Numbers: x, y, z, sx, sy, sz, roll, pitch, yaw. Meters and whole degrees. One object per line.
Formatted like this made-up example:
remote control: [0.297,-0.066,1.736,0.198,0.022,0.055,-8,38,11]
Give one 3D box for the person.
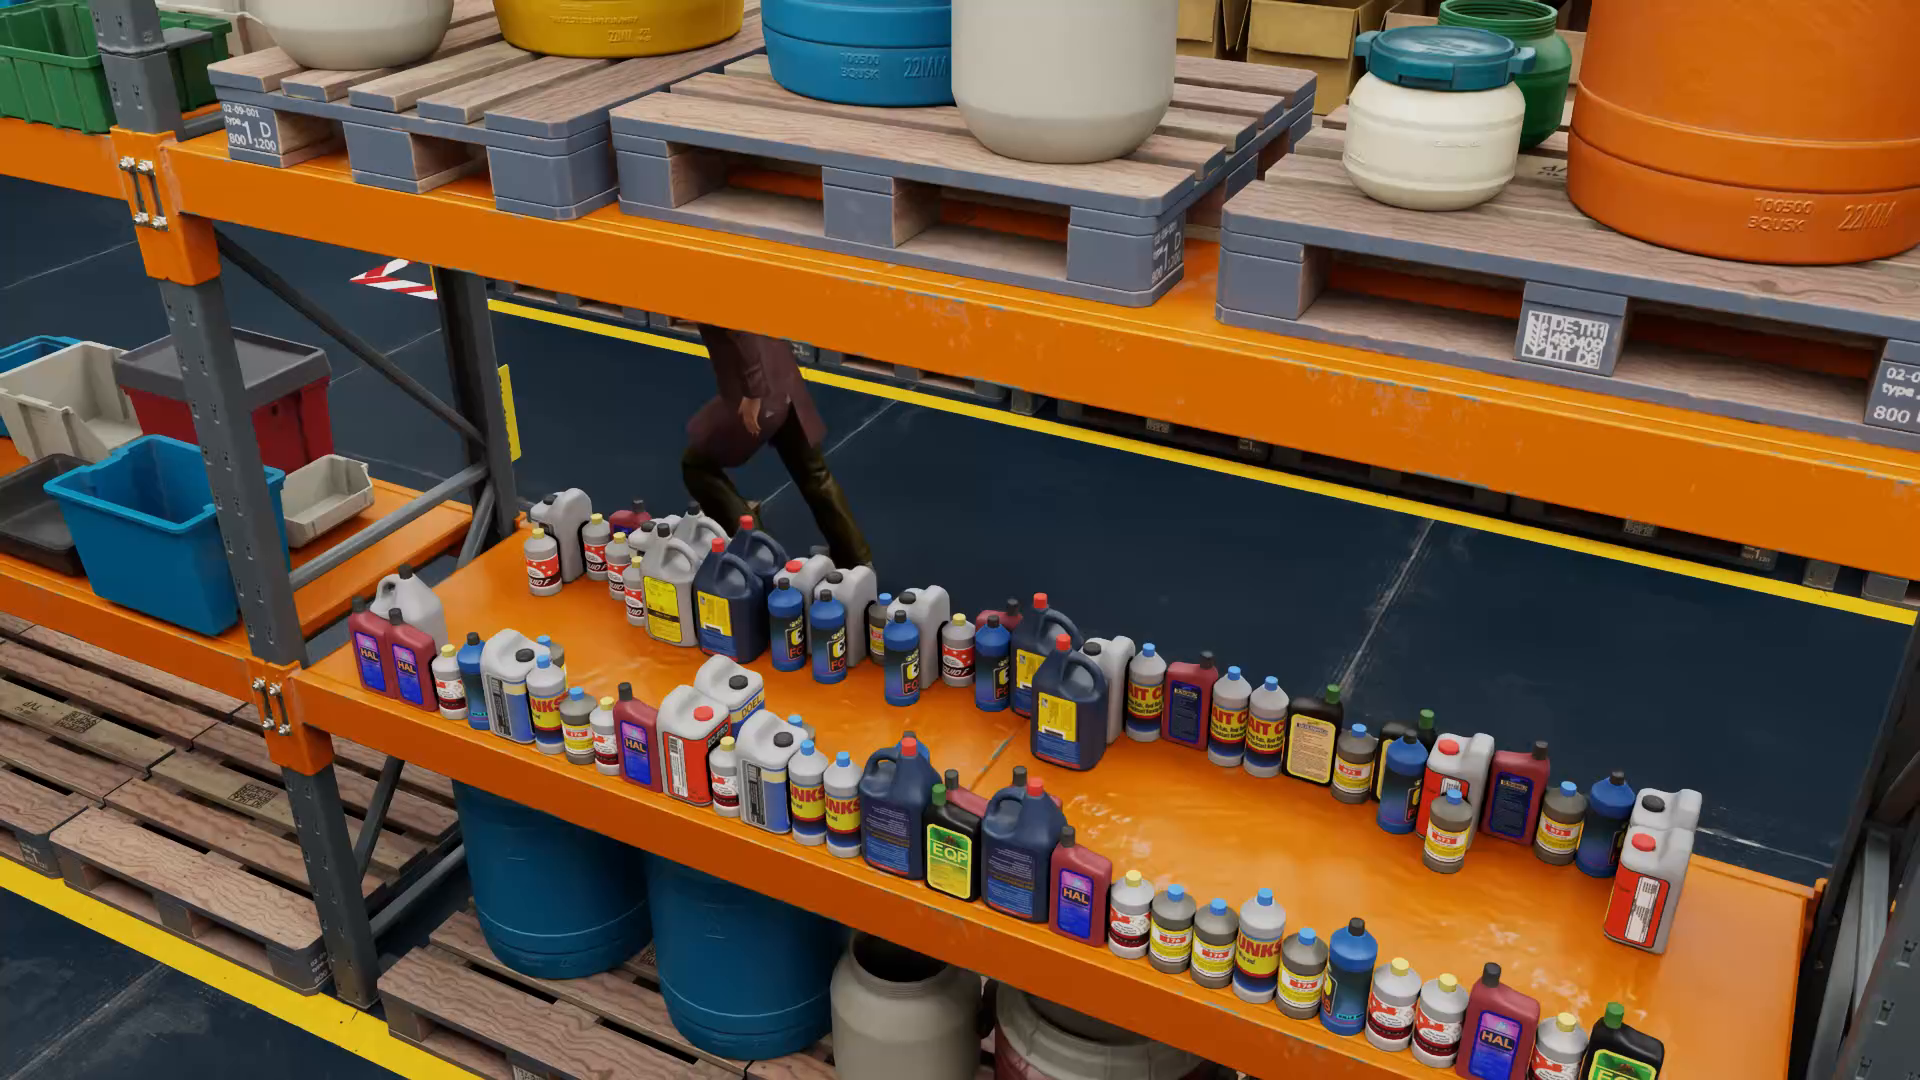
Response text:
person: [-0.924,-0.775,7.164,0.648,0.938,0.700,17,34,27]
